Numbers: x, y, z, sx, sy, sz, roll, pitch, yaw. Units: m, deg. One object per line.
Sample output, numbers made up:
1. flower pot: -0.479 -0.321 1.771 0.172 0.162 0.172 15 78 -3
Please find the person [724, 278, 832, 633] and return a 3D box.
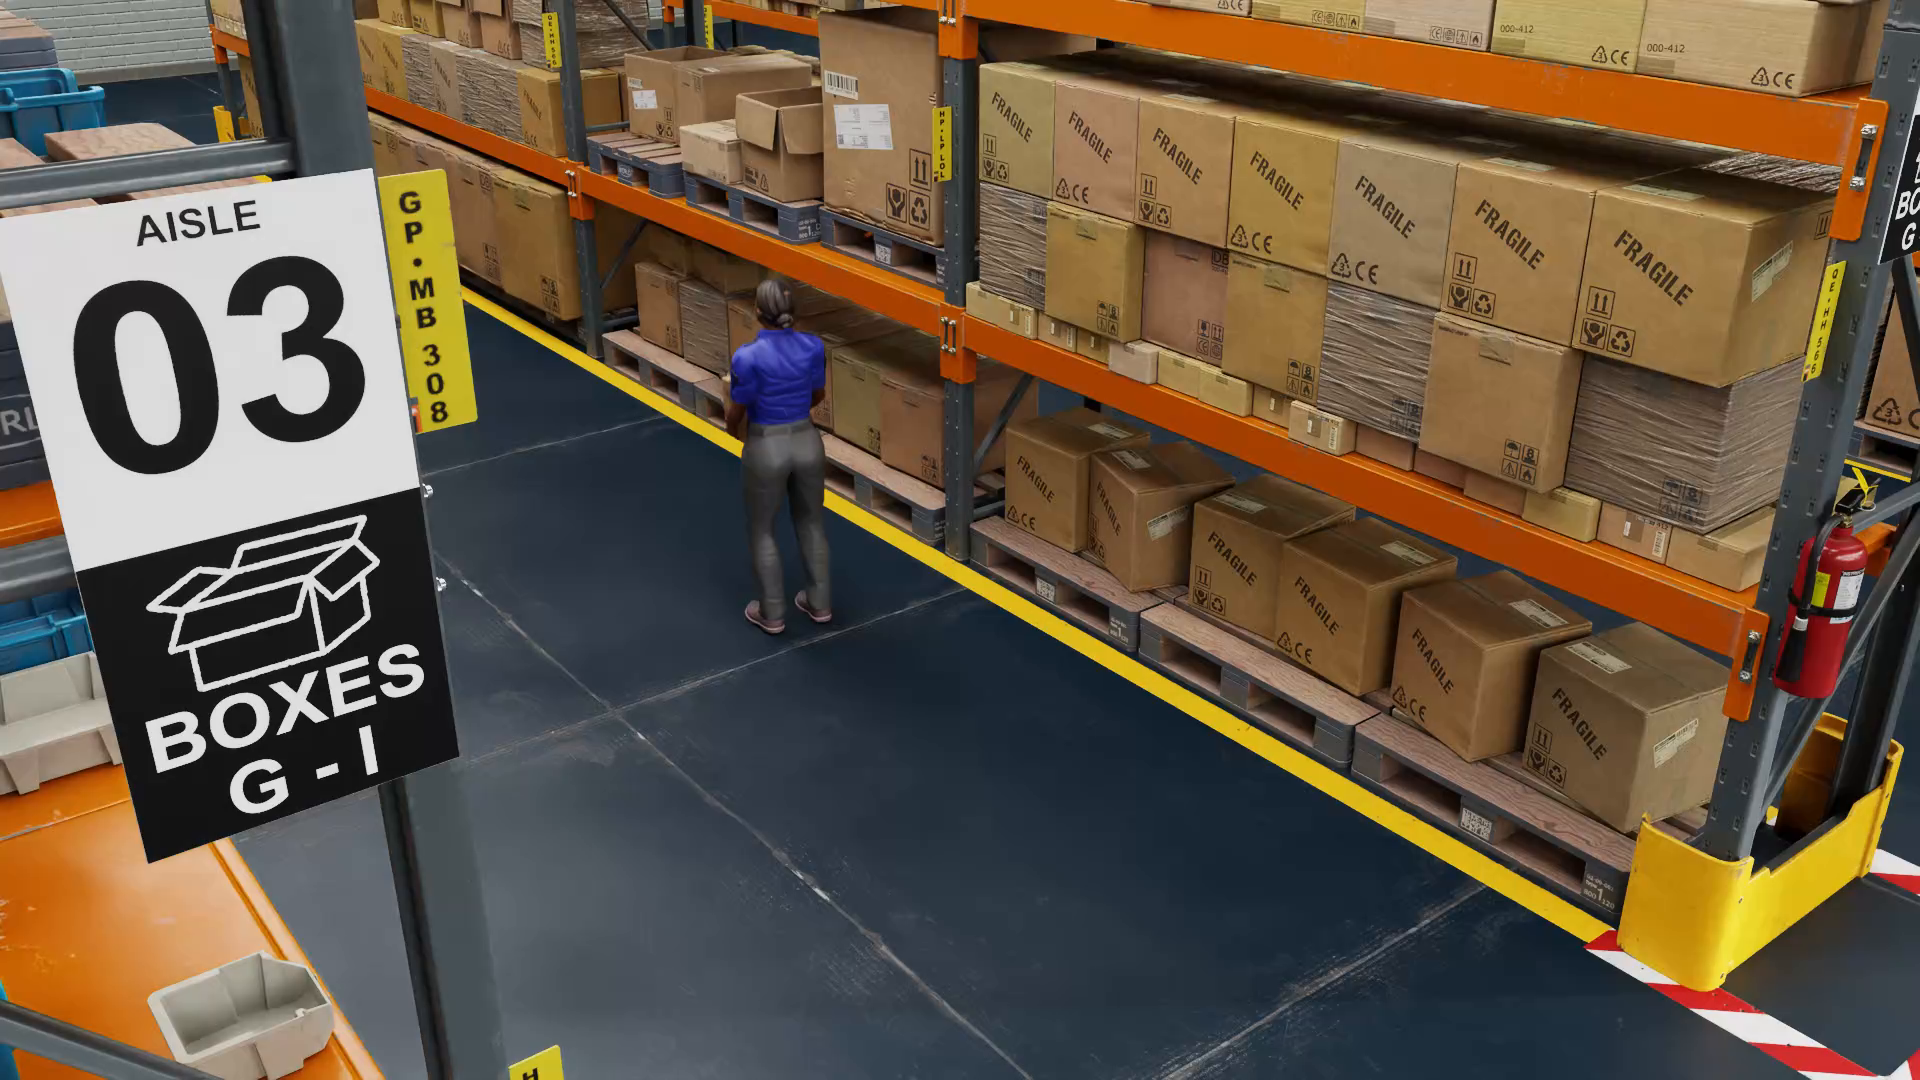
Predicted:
1. person: -0.835 -0.405 7.487 0.460 1.653 0.500 -13 28 -26
